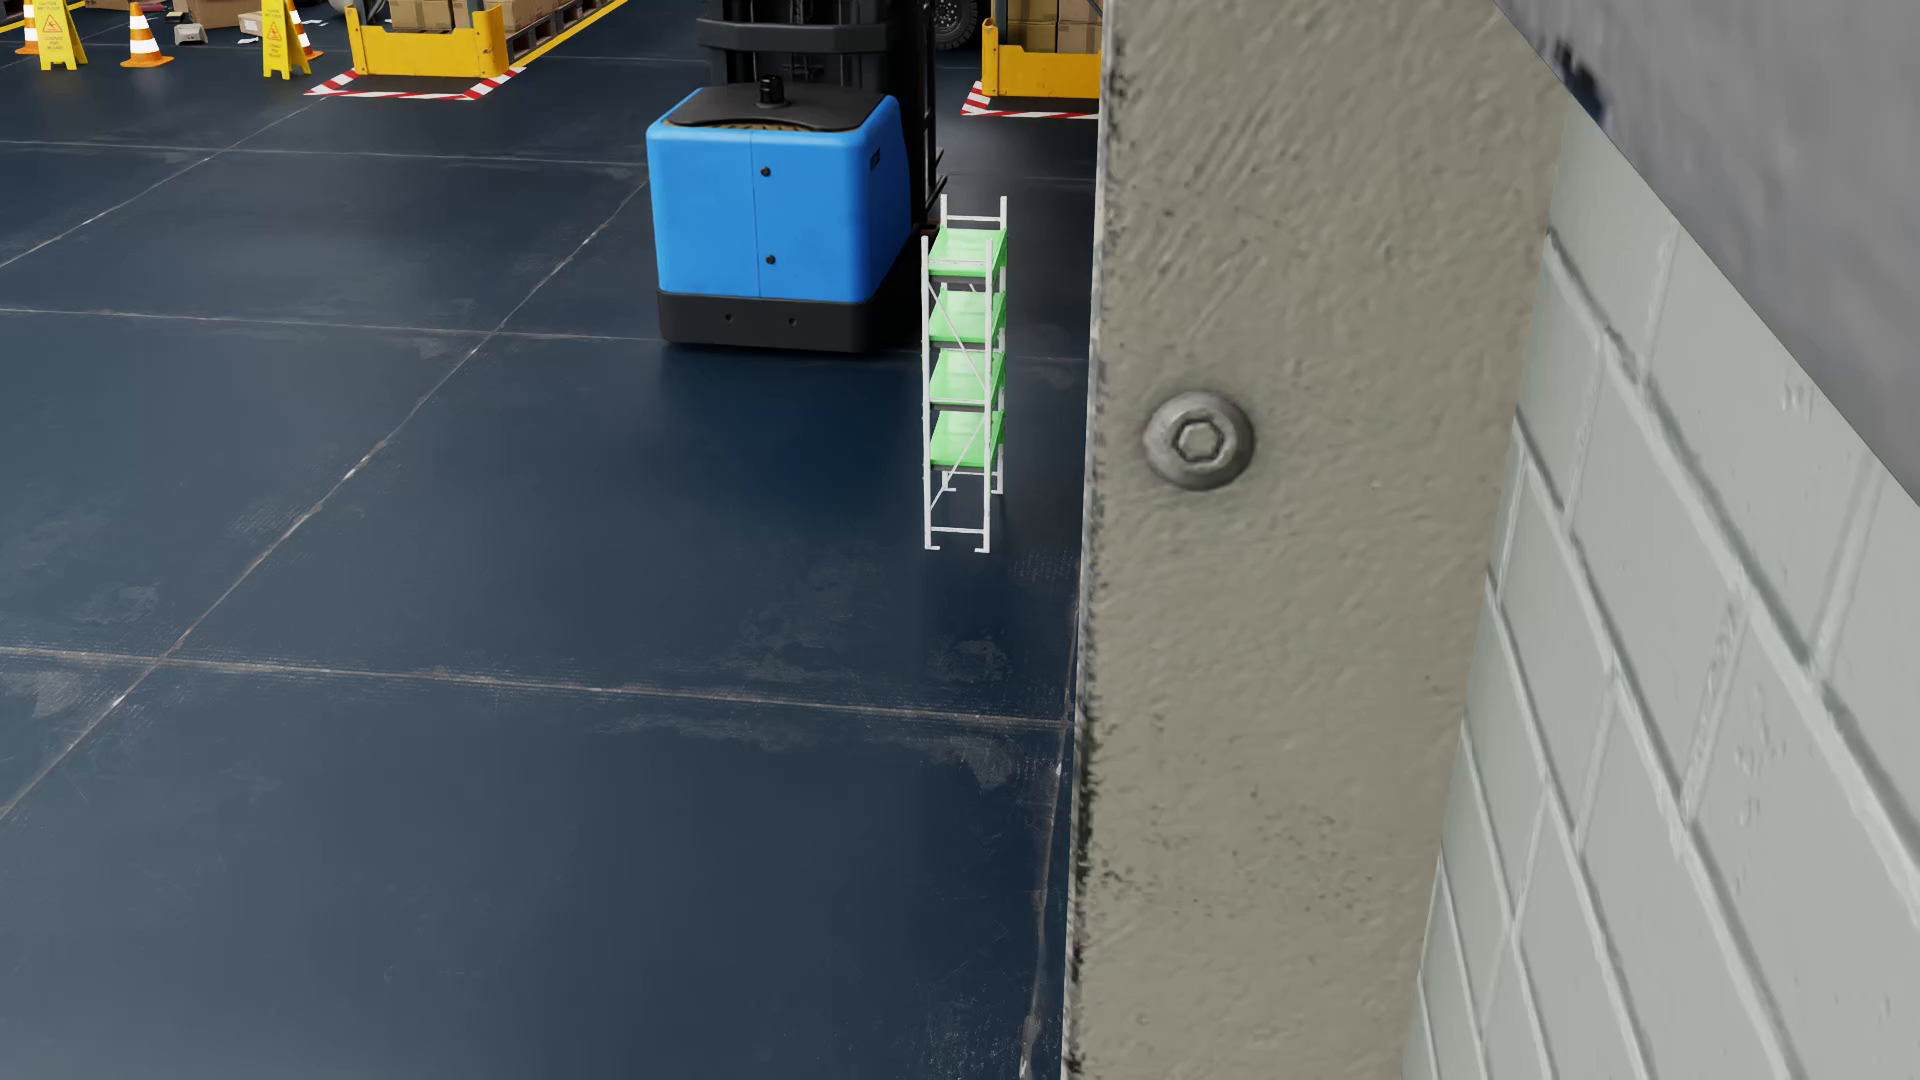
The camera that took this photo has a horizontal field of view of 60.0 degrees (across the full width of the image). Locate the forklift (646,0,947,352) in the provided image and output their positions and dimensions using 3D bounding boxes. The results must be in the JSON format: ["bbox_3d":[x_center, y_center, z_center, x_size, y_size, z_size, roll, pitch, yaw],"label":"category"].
[{"bbox_3d":[-0.682,-2.837,8.425,1.130,2.935,3.031,4,29,8],"label":"forklift"}]

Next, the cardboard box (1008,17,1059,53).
[{"bbox_3d":[0.505,-3.908,12.798,0.500,0.250,0.500,4,29,7],"label":"cardboard box"}]

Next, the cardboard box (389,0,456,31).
[{"bbox_3d":[-4.331,-4.363,13.642,0.500,0.250,0.500,3,28,6],"label":"cardboard box"}]

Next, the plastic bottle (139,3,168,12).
[{"bbox_3d":[-7.409,-4.880,15.244,0.283,0.061,0.133,-6,29,-11],"label":"plastic bottle"}]

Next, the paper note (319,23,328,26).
[{"bbox_3d":[-5.625,-4.563,14.708,0.032,0.001,0.123,3,28,6],"label":"paper note"}]

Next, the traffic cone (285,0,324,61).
[{"bbox_3d":[-5.394,-4.141,13.449,0.336,0.463,0.334,3,28,6],"label":"traffic cone"}]

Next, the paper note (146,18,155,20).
[{"bbox_3d":[-7.258,-4.677,14.921,0.032,0.001,0.123,20,34,32],"label":"paper note"}]

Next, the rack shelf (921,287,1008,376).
[{"bbox_3d":[0.020,-0.761,6.027,0.258,0.148,0.480,3,28,6],"label":"rack shelf"}]

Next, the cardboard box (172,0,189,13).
[{"bbox_3d":[-6.984,-4.984,15.221,0.396,0.266,0.258,8,29,15],"label":"cardboard box"}]

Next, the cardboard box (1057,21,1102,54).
[{"bbox_3d":[1.015,-3.888,12.761,0.500,0.250,0.500,3,29,6],"label":"cardboard box"}]

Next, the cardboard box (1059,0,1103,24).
[{"bbox_3d":[1.024,-4.098,12.623,0.500,0.250,0.500,4,29,7],"label":"cardboard box"}]

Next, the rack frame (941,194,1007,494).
[{"bbox_3d":[0.050,-0.721,6.323,0.240,1.200,0.015,3,28,6],"label":"rack frame"}]

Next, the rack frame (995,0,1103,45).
[{"bbox_3d":[0.761,-4.694,11.801,1.000,3.000,0.127,3,28,6],"label":"rack frame"}]

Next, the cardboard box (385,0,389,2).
[{"bbox_3d":[-5.158,-5.339,15.631,0.500,0.500,0.500,-24,36,-37],"label":"cardboard box"}]

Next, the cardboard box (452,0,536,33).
[{"bbox_3d":[-3.793,-4.319,13.560,0.500,0.250,0.500,3,28,6],"label":"cardboard box"}]

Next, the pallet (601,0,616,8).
[{"bbox_3d":[-3.723,-5.318,15.899,1.003,0.211,1.213,3,28,6],"label":"pallet"}]

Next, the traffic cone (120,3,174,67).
[{"bbox_3d":[-6.537,-4.046,13.272,0.336,0.463,0.334,3,28,6],"label":"traffic cone"}]

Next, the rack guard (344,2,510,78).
[{"bbox_3d":[-4.157,-3.916,12.992,1.175,0.500,0.348,3,28,6],"label":"rack guard"}]

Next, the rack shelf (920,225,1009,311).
[{"bbox_3d":[0.020,-0.972,5.913,0.258,0.148,0.480,3,28,6],"label":"rack shelf"}]

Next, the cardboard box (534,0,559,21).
[{"bbox_3d":[-3.723,-4.559,14.006,0.500,0.250,0.500,4,29,8],"label":"cardboard box"}]

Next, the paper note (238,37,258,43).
[{"bbox_3d":[-6.026,-4.234,14.078,0.148,0.019,0.142,-6,29,-11],"label":"paper note"}]

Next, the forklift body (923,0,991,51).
[{"bbox_3d":[-0.818,-5.319,13.856,2.313,2.155,1.214,3,28,6],"label":"forklift body"}]

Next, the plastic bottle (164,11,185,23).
[{"bbox_3d":[-7.019,-4.683,14.877,0.133,0.061,0.283,-6,29,-11],"label":"plastic bottle"}]

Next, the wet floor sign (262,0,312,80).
[{"bbox_3d":[-5.251,-3.917,12.841,0.267,0.644,0.232,14,31,24],"label":"wet floor sign"}]

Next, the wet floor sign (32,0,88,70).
[{"bbox_3d":[-7.130,-4.056,13.098,0.267,0.644,0.232,-1,28,-3],"label":"wet floor sign"}]

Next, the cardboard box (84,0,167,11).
[{"bbox_3d":[-7.773,-5.214,15.399,0.500,0.500,0.500,8,29,15],"label":"cardboard box"}]

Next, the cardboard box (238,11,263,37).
[{"bbox_3d":[-6.010,-4.460,14.371,0.380,0.149,0.250,20,34,32],"label":"cardboard box"}]

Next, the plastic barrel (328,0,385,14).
[{"bbox_3d":[-5.416,-4.907,14.912,0.421,0.421,0.512,-24,36,-37],"label":"plastic barrel"}]

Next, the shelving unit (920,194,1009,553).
[{"bbox_3d":[0.020,-0.606,6.110,0.258,1.200,0.503,3,28,6],"label":"shelving unit"}]

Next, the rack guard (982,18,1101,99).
[{"bbox_3d":[0.758,-3.582,12.373,1.175,0.500,0.348,3,28,6],"label":"rack guard"}]

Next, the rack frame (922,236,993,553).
[{"bbox_3d":[-0.010,-0.491,5.897,0.240,1.200,0.015,3,28,6],"label":"rack frame"}]

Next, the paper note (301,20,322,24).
[{"bbox_3d":[-5.773,-4.620,14.806,0.148,0.019,0.142,14,31,24],"label":"paper note"}]

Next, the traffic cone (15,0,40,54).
[{"bbox_3d":[-7.617,-4.272,13.691,0.336,0.463,0.334,3,28,6],"label":"traffic cone"}]

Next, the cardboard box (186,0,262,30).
[{"bbox_3d":[-6.463,-4.856,14.733,0.797,0.503,0.637,-17,33,-29],"label":"cardboard box"}]

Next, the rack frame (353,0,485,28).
[{"bbox_3d":[-4.166,-4.981,12.333,1.000,3.000,0.127,3,28,6],"label":"rack frame"}]

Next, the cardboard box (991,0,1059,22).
[{"bbox_3d":[0.510,-4.136,12.694,0.500,0.250,0.500,3,28,6],"label":"cardboard box"}]

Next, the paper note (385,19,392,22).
[{"bbox_3d":[-5.058,-4.639,14.829,0.142,0.019,0.148,-6,29,-11],"label":"paper note"}]

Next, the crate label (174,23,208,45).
[{"bbox_3d":[-6.502,-4.276,14.043,0.250,0.136,0.298,-11,30,-20],"label":"crate label"}]

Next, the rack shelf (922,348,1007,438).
[{"bbox_3d":[0.020,-0.550,6.140,0.258,0.148,0.480,3,28,6],"label":"rack shelf"}]

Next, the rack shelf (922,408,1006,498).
[{"bbox_3d":[0.020,-0.339,6.254,0.258,0.148,0.480,3,28,6],"label":"rack shelf"}]

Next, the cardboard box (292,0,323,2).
[{"bbox_3d":[-6.357,-5.356,15.518,0.797,0.637,0.503,3,28,6],"label":"cardboard box"}]

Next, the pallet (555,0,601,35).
[{"bbox_3d":[-3.870,-4.742,14.830,1.003,0.211,1.213,3,28,6],"label":"pallet"}]

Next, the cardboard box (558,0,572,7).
[{"bbox_3d":[-3.668,-4.816,14.484,0.500,0.250,0.500,5,29,10],"label":"cardboard box"}]

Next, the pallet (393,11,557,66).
[{"bbox_3d":[-4.022,-4.169,13.767,1.003,0.211,1.213,3,28,6],"label":"pallet"}]
